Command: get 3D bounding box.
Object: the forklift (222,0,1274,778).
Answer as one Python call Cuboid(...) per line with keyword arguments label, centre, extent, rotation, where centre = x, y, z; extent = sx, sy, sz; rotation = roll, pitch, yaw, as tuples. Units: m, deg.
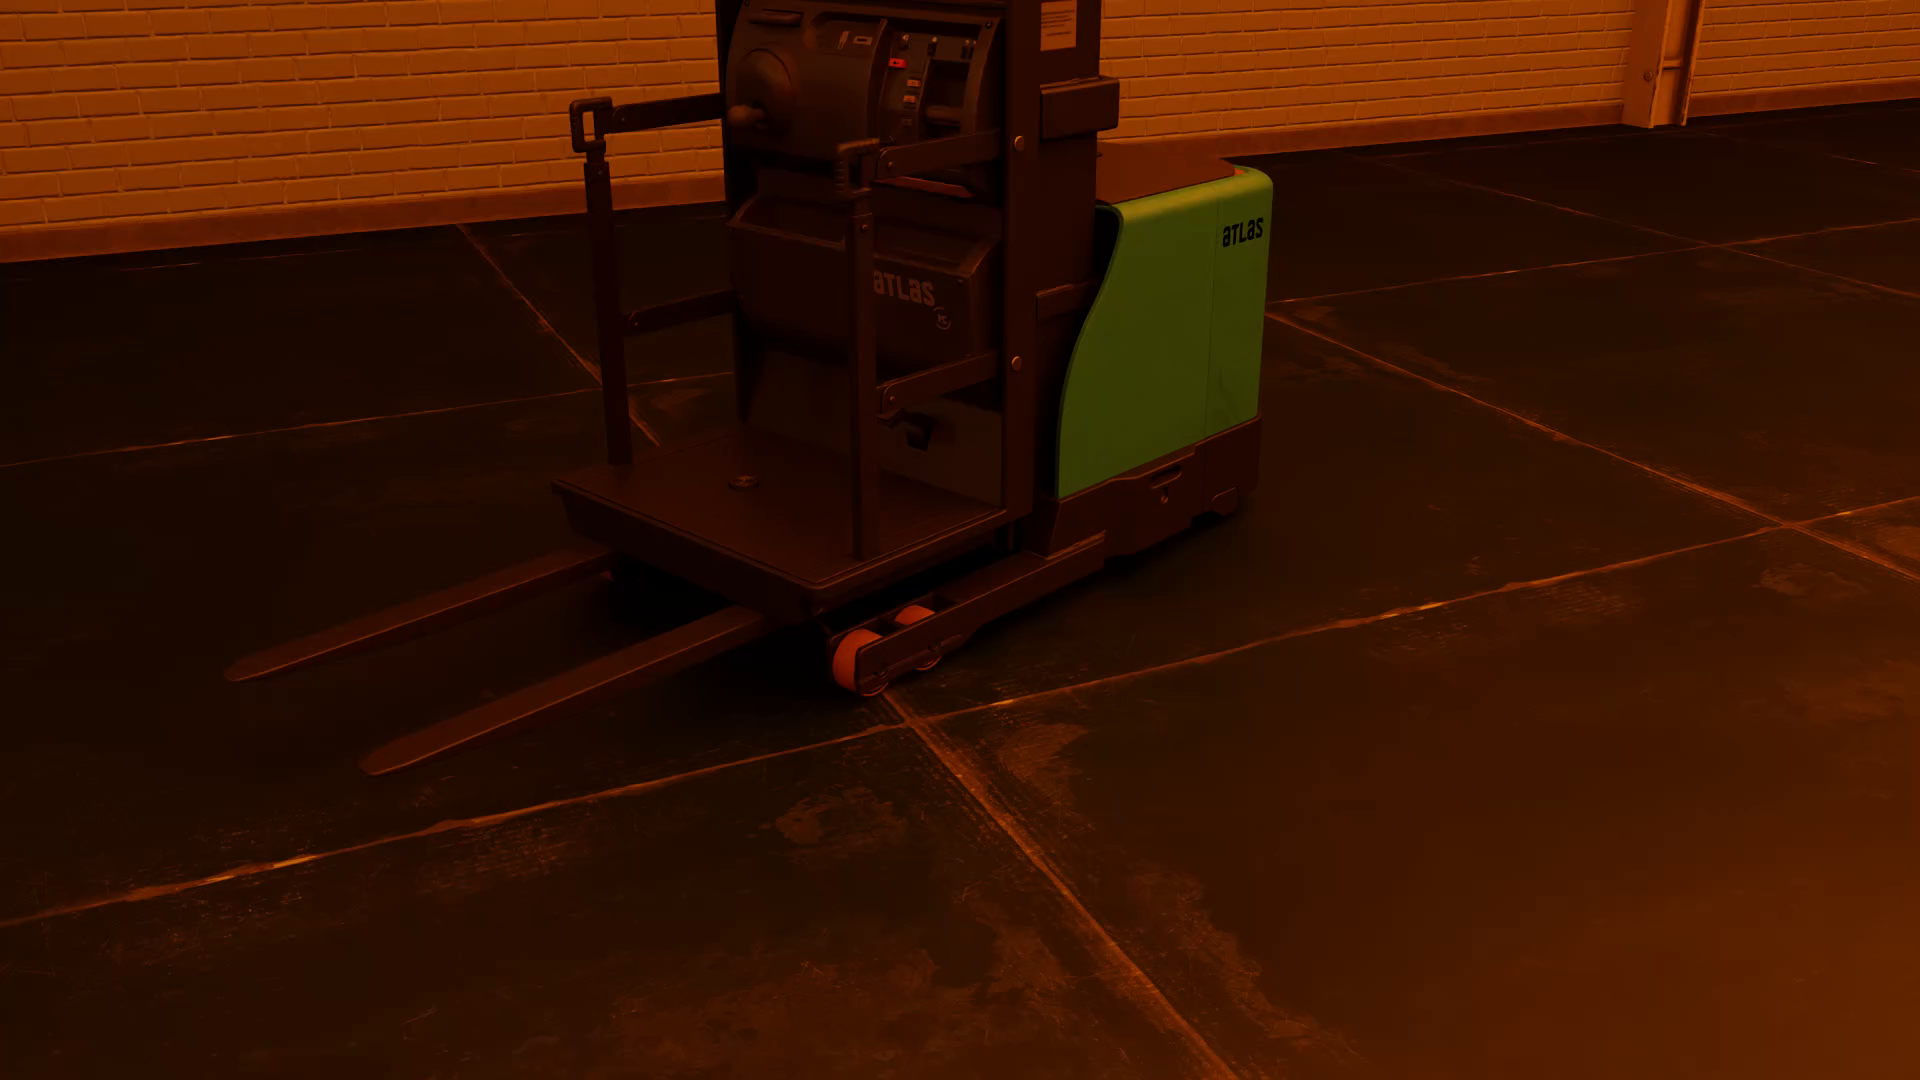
Cuboid(label="forklift", centre=(-0.413, -1.182, 4.131), extent=(1.130, 2.935, 3.031), rotation=(19, 29, 39))
